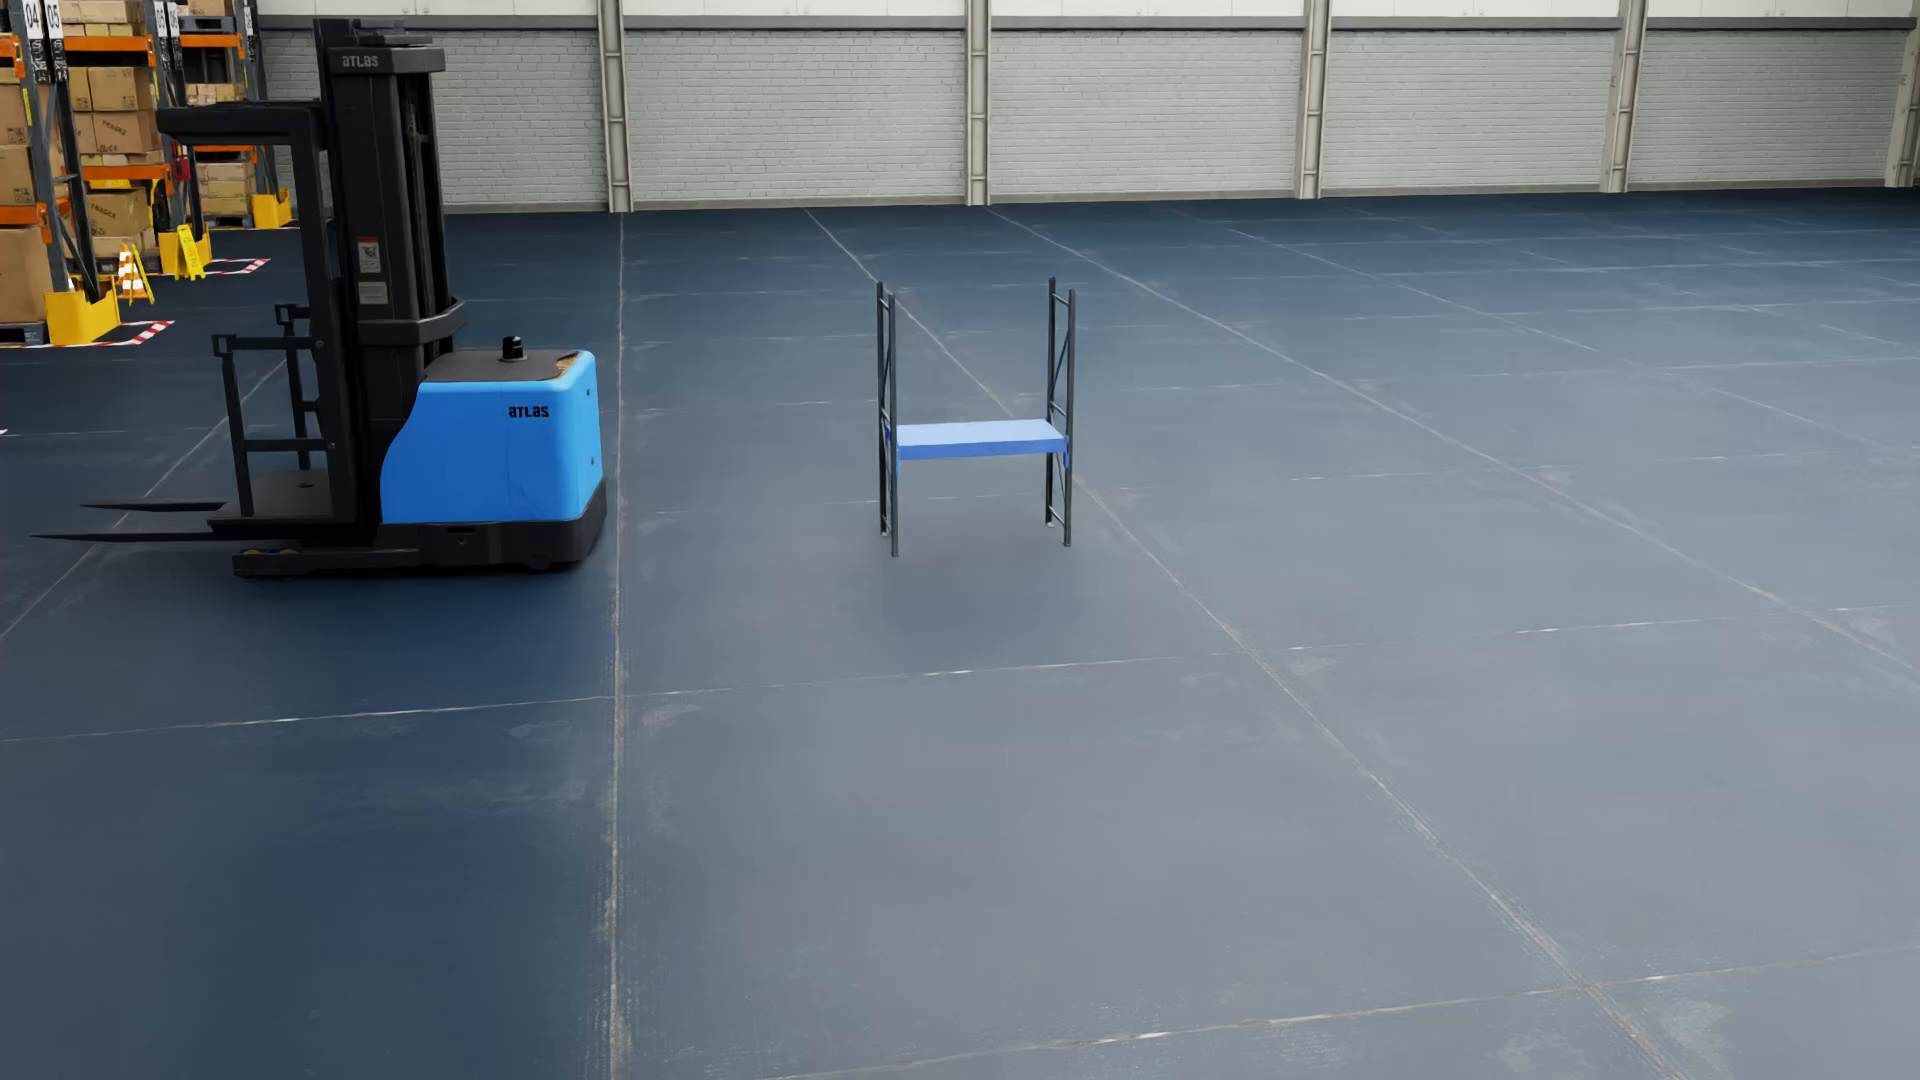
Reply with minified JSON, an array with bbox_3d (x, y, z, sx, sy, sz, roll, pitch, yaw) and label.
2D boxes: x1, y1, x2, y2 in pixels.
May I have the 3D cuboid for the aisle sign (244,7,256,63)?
[{"bbox_3d":[-10.511,-7.477,24.620,0.004,0.787,0.394,-3,17,-10],"label":"aisle sign"}]

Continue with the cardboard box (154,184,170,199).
[{"bbox_3d":[-12.047,-5.264,24.959,0.500,0.250,0.500,-4,17,-12],"label":"cardboard box"}]

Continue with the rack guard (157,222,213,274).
[{"bbox_3d":[-9.761,-3.686,20.961,0.348,0.500,1.175,-3,17,-10],"label":"rack guard"}]

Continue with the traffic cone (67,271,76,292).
[{"bbox_3d":[-9.439,-2.631,17.589,0.334,0.463,0.336,-3,17,-10],"label":"traffic cone"}]

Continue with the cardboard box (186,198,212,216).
[{"bbox_3d":[-11.523,-5.060,25.145,0.500,0.250,0.500,-3,17,-10],"label":"cardboard box"}]

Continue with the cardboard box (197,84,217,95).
[{"bbox_3d":[-11.179,-6.712,24.776,0.250,0.149,0.380,-3,17,-10],"label":"cardboard box"}]

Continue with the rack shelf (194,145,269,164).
[{"bbox_3d":[-12.595,-5.861,25.009,4.000,0.370,1.077,-3,17,-10],"label":"rack shelf"}]

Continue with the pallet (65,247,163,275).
[{"bbox_3d":[-10.565,-3.513,20.889,1.213,0.211,1.003,-3,17,-10],"label":"pallet"}]

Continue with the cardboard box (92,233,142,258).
[{"bbox_3d":[-10.452,-3.648,20.546,0.500,0.250,0.500,-3,17,-11],"label":"cardboard box"}]

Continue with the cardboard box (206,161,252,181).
[{"bbox_3d":[-11.024,-5.565,25.085,0.500,0.250,0.500,-3,17,-9],"label":"cardboard box"}]

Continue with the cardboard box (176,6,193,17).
[{"bbox_3d":[-11.387,-7.744,24.351,0.250,0.149,0.380,-4,17,-12],"label":"cardboard box"}]

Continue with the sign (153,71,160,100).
[{"bbox_3d":[-9.600,-5.429,19.867,0.005,0.325,0.100,-3,17,-10],"label":"sign"}]

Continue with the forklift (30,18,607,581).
[{"bbox_3d":[-3.624,-1.338,9.176,3.031,2.935,1.130,-1,17,-3],"label":"forklift"}]

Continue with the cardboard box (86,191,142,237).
[{"bbox_3d":[-10.423,-4.010,20.450,0.500,0.500,0.500,-3,17,-10],"label":"cardboard box"}]

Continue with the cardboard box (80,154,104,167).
[{"bbox_3d":[-10.496,-4.628,20.200,0.250,0.149,0.380,-4,17,-11],"label":"cardboard box"}]

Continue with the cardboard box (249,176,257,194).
[{"bbox_3d":[-11.132,-5.475,25.644,0.500,0.250,0.500,-3,17,-9],"label":"cardboard box"}]

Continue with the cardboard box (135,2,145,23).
[{"bbox_3d":[-10.230,-6.438,20.305,0.500,0.250,0.500,-4,17,-11],"label":"cardboard box"}]

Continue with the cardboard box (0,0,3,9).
[{"bbox_3d":[-8.910,-4.910,15.122,0.250,0.149,0.380,-3,17,-11],"label":"cardboard box"}]

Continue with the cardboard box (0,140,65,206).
[{"bbox_3d":[-9.003,-3.502,15.848,0.550,0.550,0.875,-3,17,-10],"label":"cardboard box"}]

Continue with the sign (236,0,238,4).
[{"bbox_3d":[-10.542,-7.978,24.195,0.005,0.325,0.100,-3,17,-10],"label":"sign"}]

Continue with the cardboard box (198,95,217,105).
[{"bbox_3d":[-11.164,-6.551,24.756,0.250,0.149,0.380,-3,17,-10],"label":"cardboard box"}]

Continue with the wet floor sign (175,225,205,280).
[{"bbox_3d":[-9.296,-3.462,19.984,0.232,0.644,0.267,3,17,9],"label":"wet floor sign"}]

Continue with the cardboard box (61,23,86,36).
[{"bbox_3d":[-10.489,-6.070,19.785,0.250,0.149,0.380,-3,17,-9],"label":"cardboard box"}]

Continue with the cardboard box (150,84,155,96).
[{"bbox_3d":[-11.924,-6.651,24.576,0.250,0.149,0.380,-3,17,-9],"label":"cardboard box"}]

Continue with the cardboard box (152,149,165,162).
[{"bbox_3d":[-10.059,-4.806,20.777,0.250,0.149,0.380,-3,17,-10],"label":"cardboard box"}]

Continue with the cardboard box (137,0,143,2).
[{"bbox_3d":[-10.074,-6.619,20.214,0.250,0.149,0.380,-3,17,-11],"label":"cardboard box"}]

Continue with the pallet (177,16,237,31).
[{"bbox_3d":[-11.330,-7.676,24.734,1.213,0.211,1.003,-3,17,-10],"label":"pallet"}]

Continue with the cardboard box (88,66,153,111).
[{"bbox_3d":[-10.146,-5.462,20.105,0.500,0.500,0.700,-4,17,-12],"label":"cardboard box"}]

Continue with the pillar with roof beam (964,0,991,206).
[{"bbox_3d":[1.113,-8.832,23.240,0.400,9.000,9.100,-3,17,-10],"label":"pillar with roof beam"}]

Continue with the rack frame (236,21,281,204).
[{"bbox_3d":[-10.631,-6.316,25.266,0.127,3.000,1.000,-3,17,-10],"label":"rack frame"}]

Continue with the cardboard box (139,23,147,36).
[{"bbox_3d":[-10.073,-6.274,20.449,0.250,0.149,0.380,-3,17,-10],"label":"cardboard box"}]

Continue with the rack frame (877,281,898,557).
[{"bbox_3d":[-0.415,-0.693,9.515,0.032,1.500,0.500,-3,17,-10],"label":"rack frame"}]

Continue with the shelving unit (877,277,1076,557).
[{"bbox_3d":[0.084,-0.722,9.607,1.048,1.500,0.538,-3,17,-10],"label":"shelving unit"}]

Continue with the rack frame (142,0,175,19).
[{"bbox_3d":[-9.686,-7.753,19.727,0.127,3.000,1.000,-3,17,-10],"label":"rack frame"}]

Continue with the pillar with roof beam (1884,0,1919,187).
[{"bbox_3d":[18.786,-9.835,26.504,0.400,9.000,9.100,-3,17,-10],"label":"pillar with roof beam"}]

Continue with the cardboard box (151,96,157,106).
[{"bbox_3d":[-11.929,-6.515,24.639,0.250,0.149,0.380,-4,17,-12],"label":"cardboard box"}]

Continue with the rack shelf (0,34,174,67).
[{"bbox_3d":[-11.650,-5.864,19.910,4.000,0.370,1.077,-3,17,-10],"label":"rack shelf"}]

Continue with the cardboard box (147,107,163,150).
[{"bbox_3d":[-10.204,-5.129,20.724,0.500,0.500,0.500,-4,17,-11],"label":"cardboard box"}]
